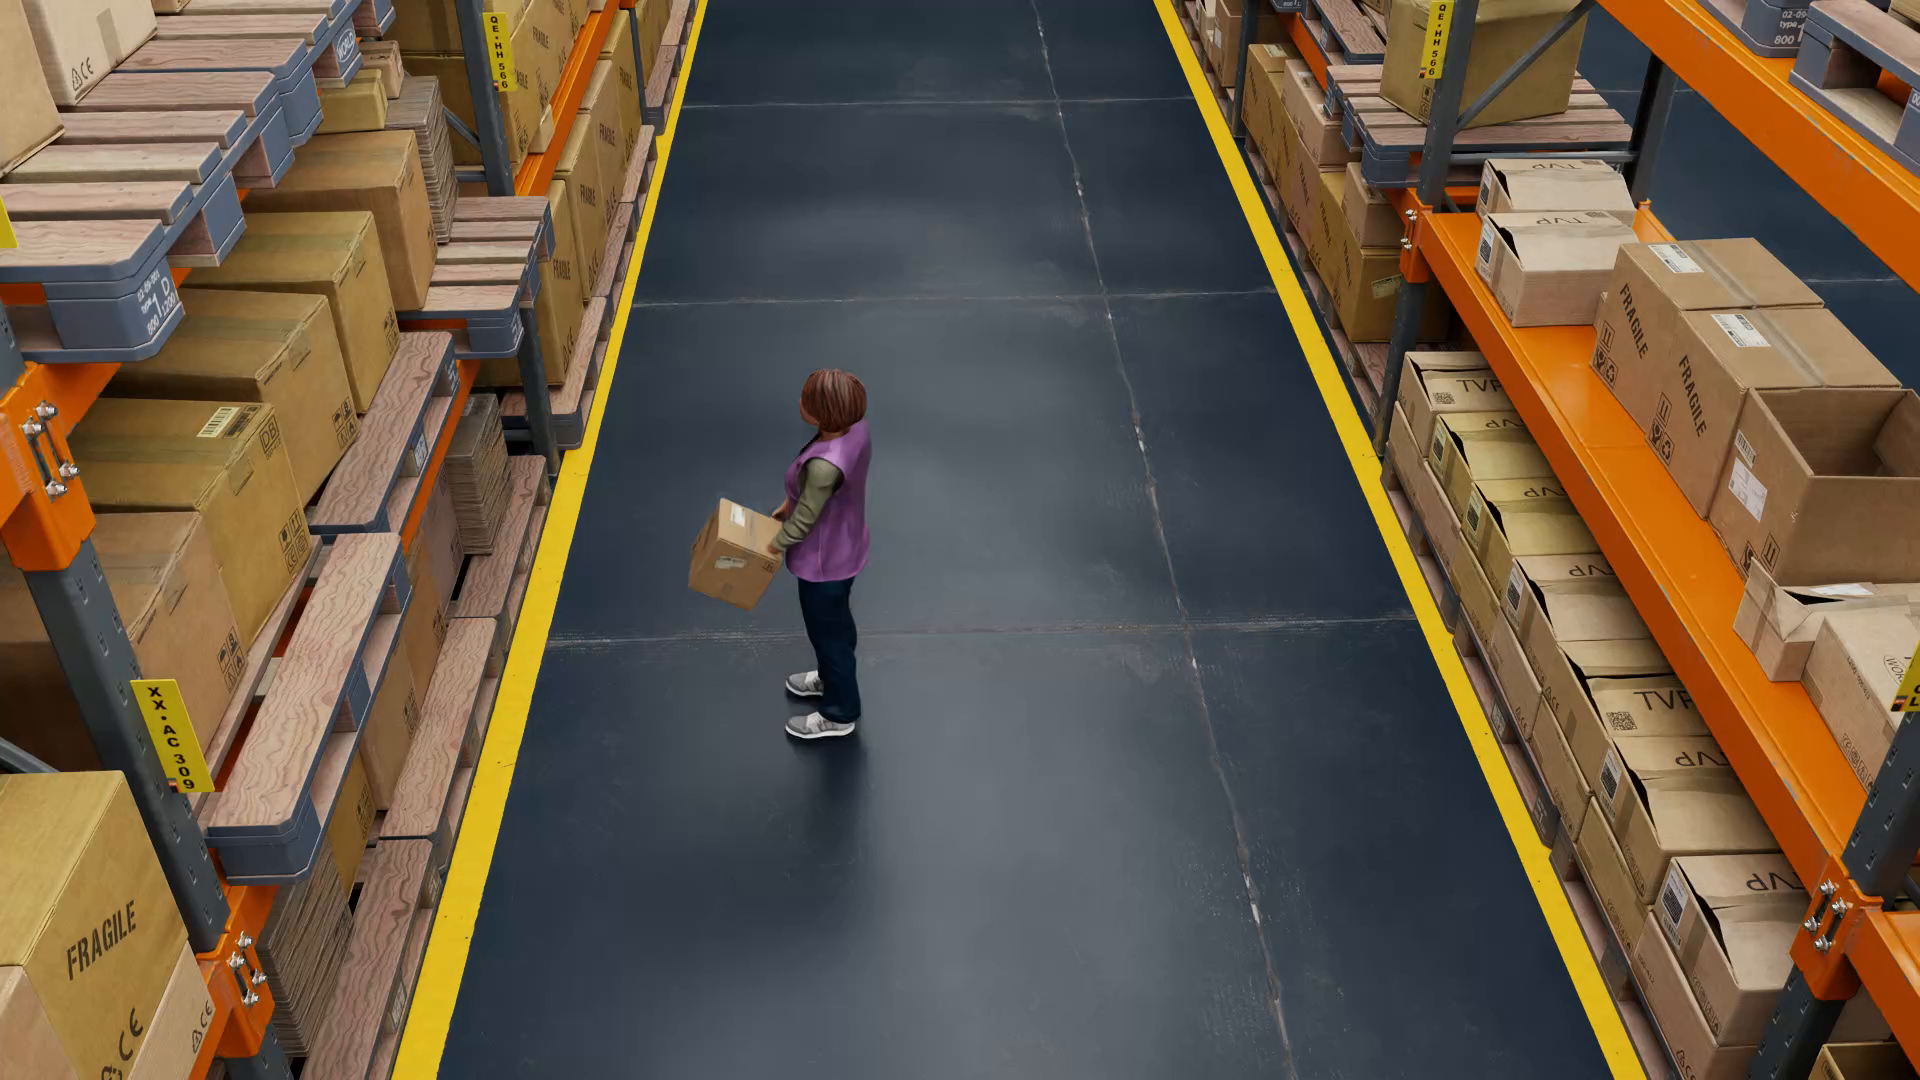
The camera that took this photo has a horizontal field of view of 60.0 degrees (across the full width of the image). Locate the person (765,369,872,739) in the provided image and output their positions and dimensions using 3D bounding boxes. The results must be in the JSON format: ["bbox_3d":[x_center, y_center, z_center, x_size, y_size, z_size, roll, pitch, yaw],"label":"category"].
[{"bbox_3d":[-0.535,0.059,6.066,0.447,1.601,0.434,8,37,11],"label":"person"}]
